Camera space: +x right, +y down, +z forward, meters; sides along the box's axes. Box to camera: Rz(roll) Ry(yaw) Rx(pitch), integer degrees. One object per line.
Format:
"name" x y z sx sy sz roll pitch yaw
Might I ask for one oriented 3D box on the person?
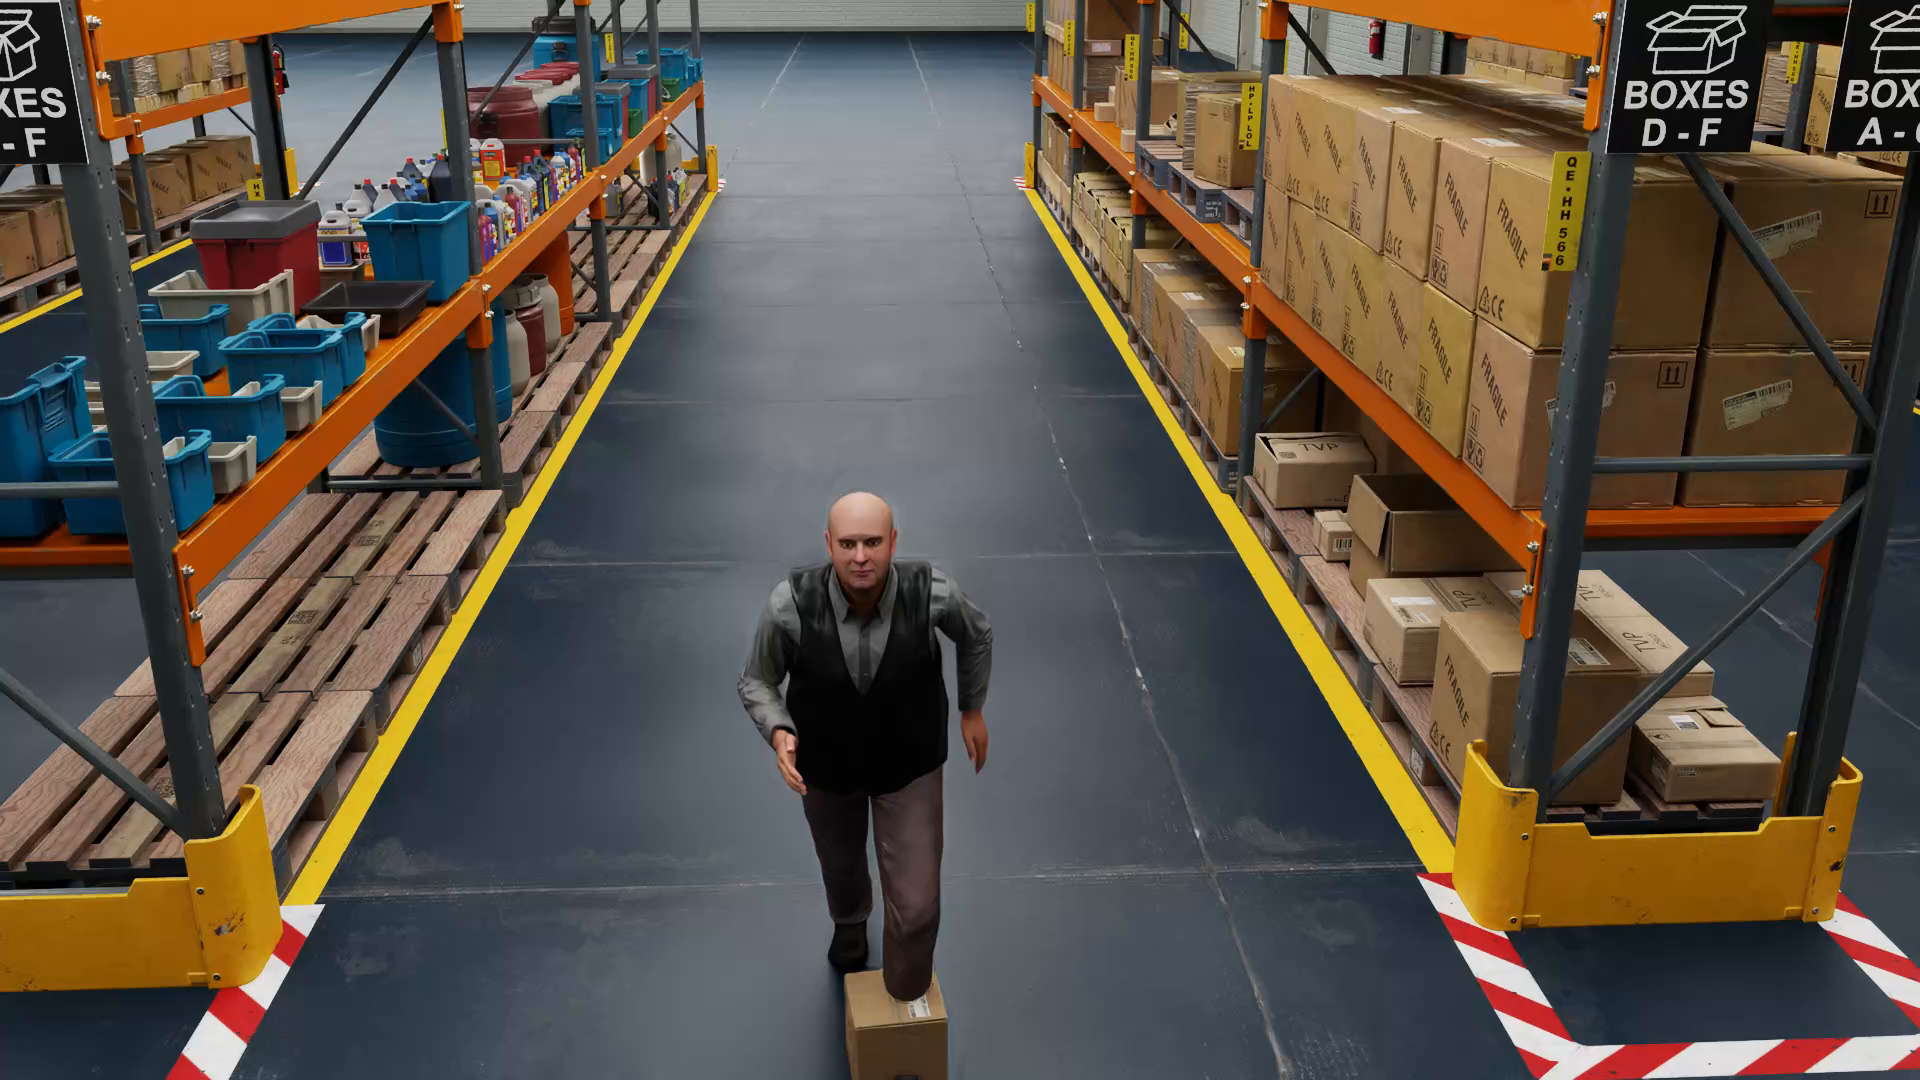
"person" -0.248 0.603 4.554 0.663 1.637 0.936 1 20 4
